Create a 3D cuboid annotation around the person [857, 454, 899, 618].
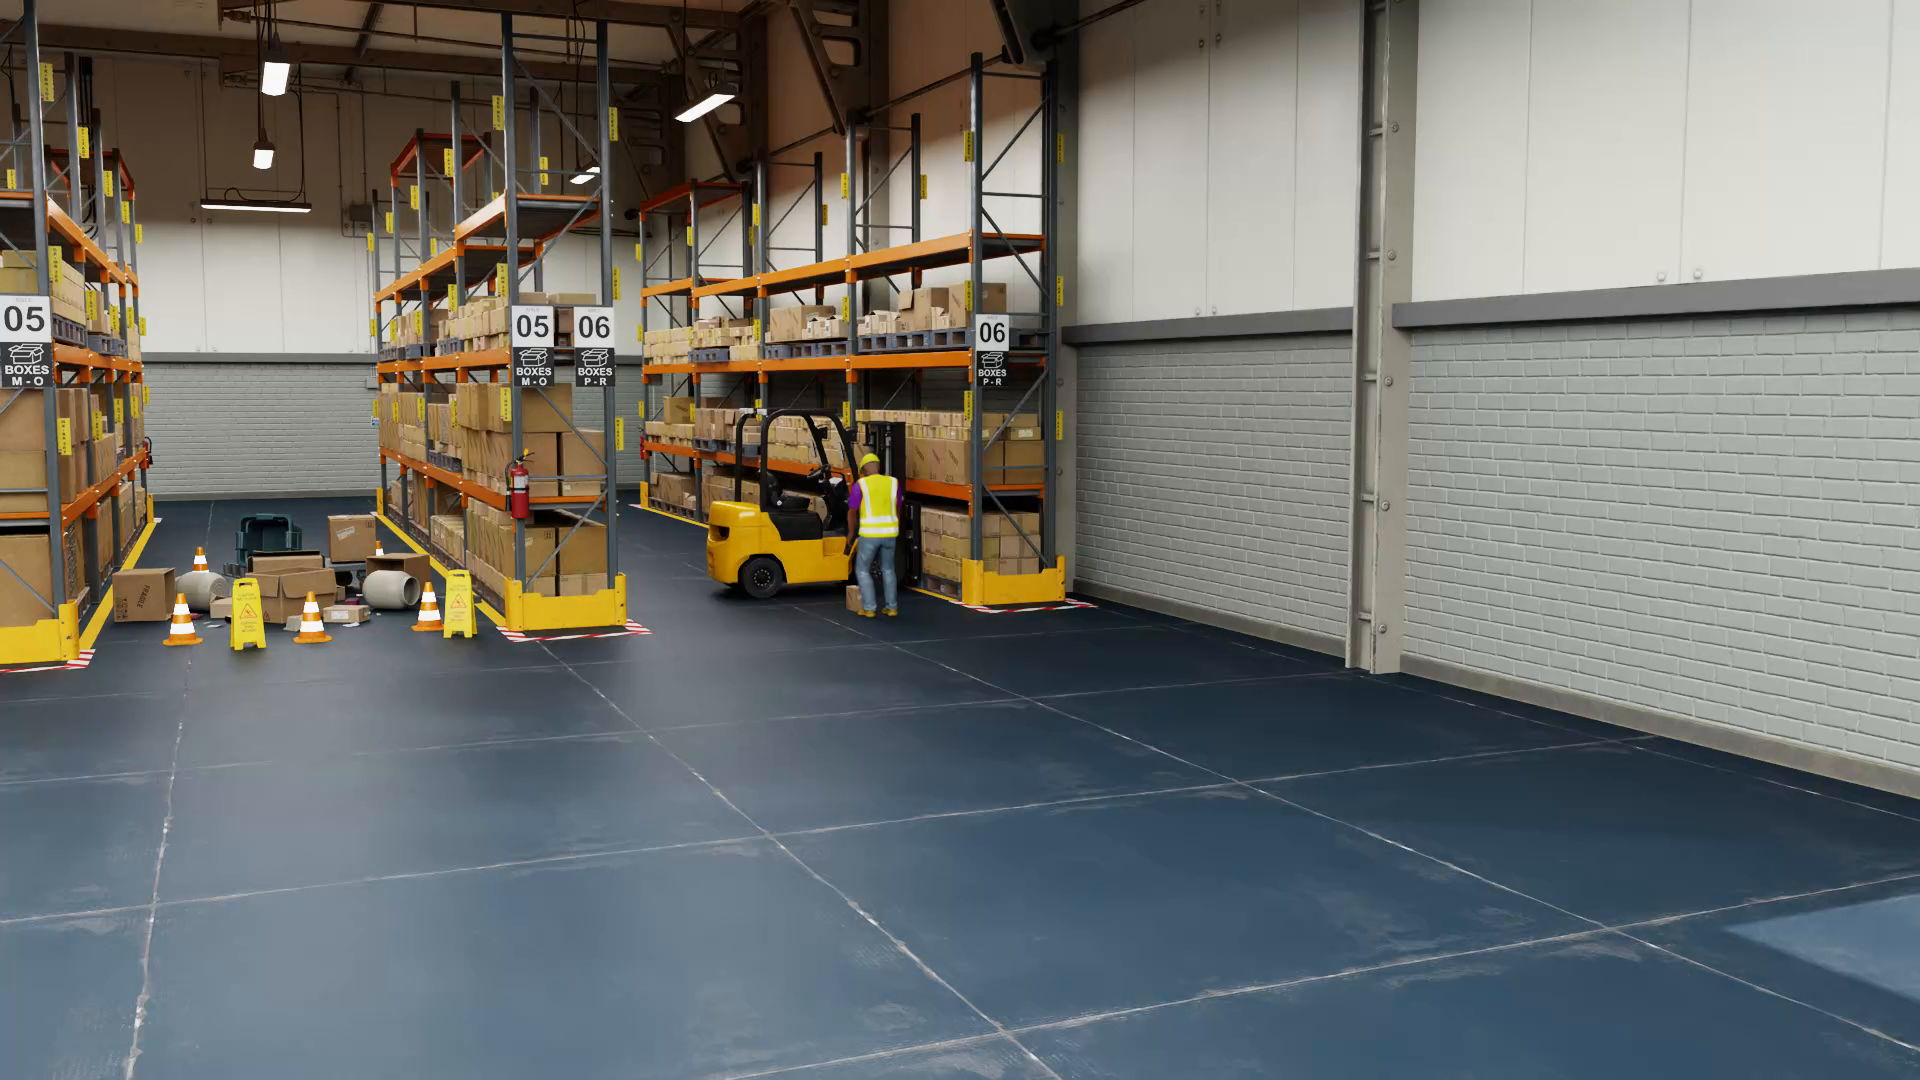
[{"bbox_3d":[-0.890,-0.052,17.523,0.454,1.707,0.471,-2,6,-22],"label":"person"}]
